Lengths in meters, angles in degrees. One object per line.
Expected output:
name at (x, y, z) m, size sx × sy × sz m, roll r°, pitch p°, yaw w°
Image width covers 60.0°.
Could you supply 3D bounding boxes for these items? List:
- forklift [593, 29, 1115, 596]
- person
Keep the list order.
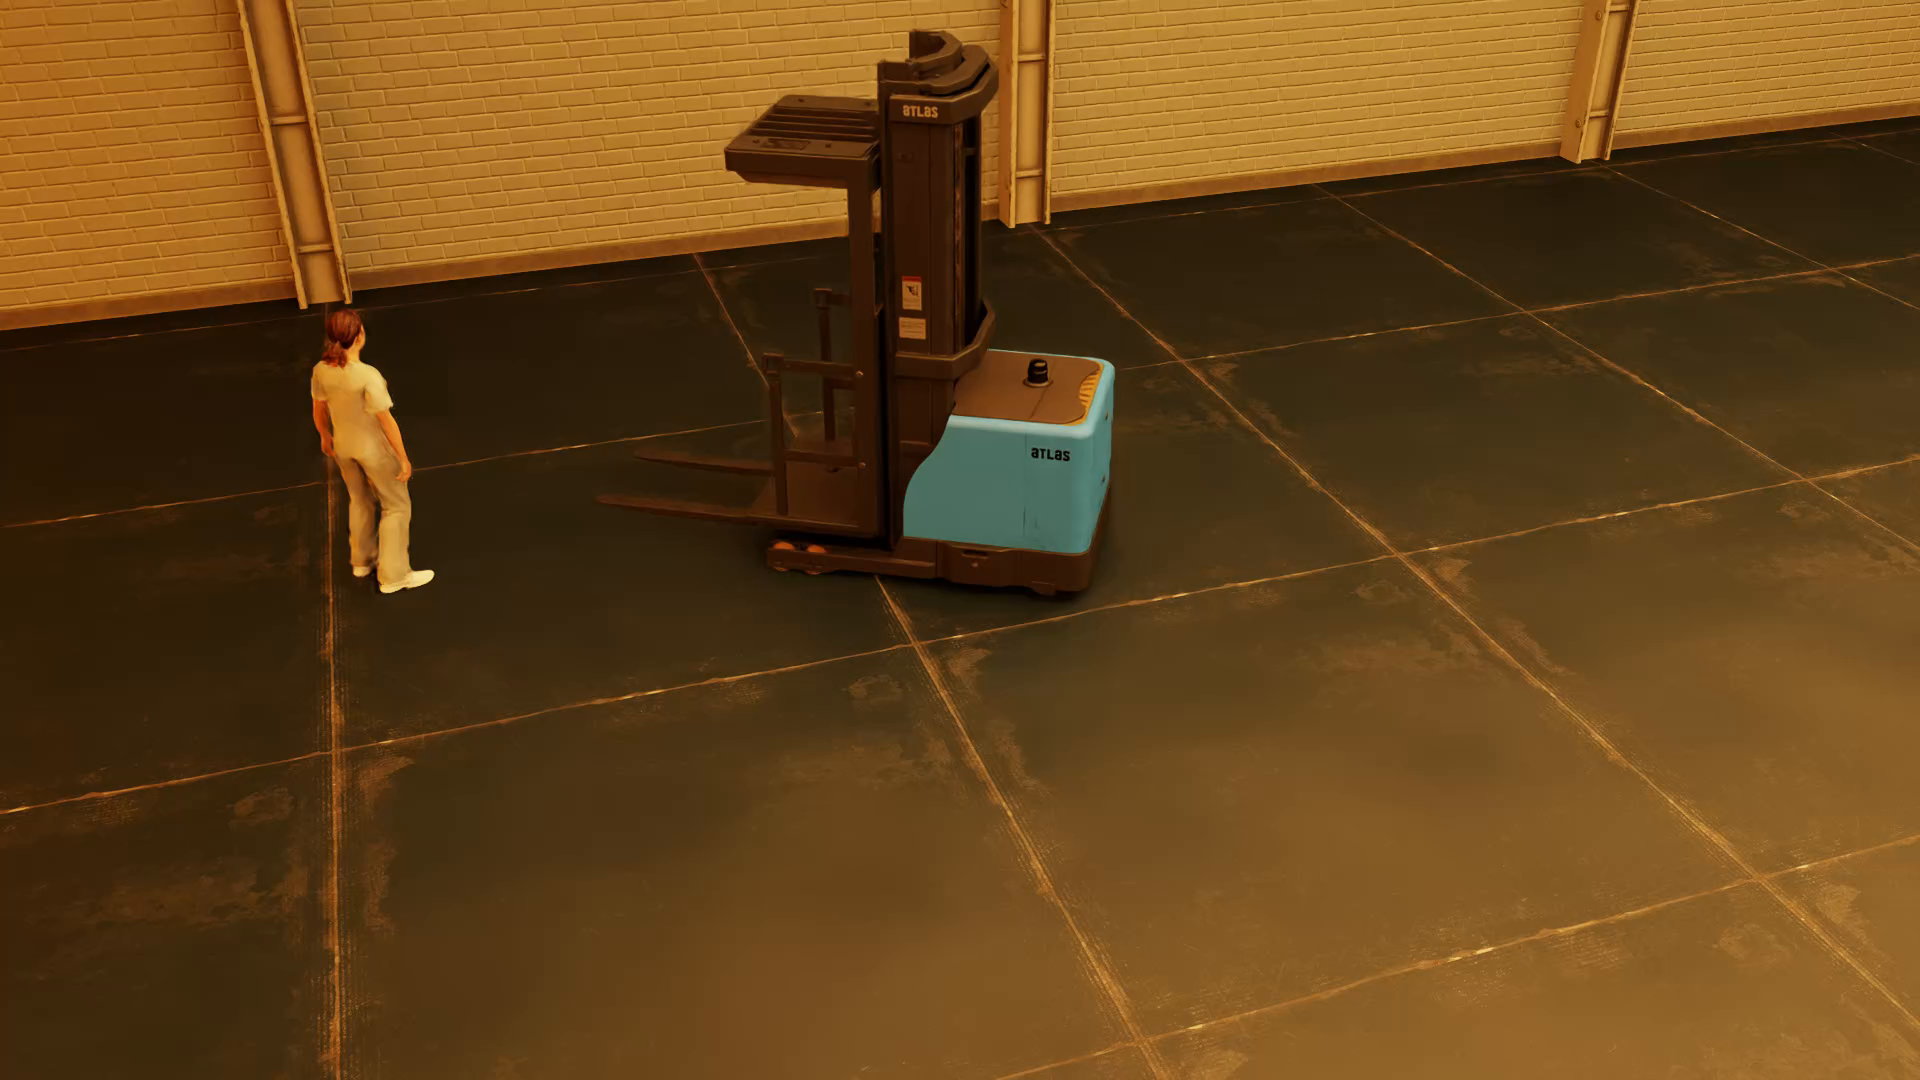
forklift at (-0.657, -1.319, 9.380) m, size 3.031 × 2.935 × 1.130 m, roll 6°, pitch 30°, yaw 10°
person at (-3.285, -0.513, 9.253) m, size 0.607 × 1.660 × 0.421 m, roll 9°, pitch 31°, yaw 16°
